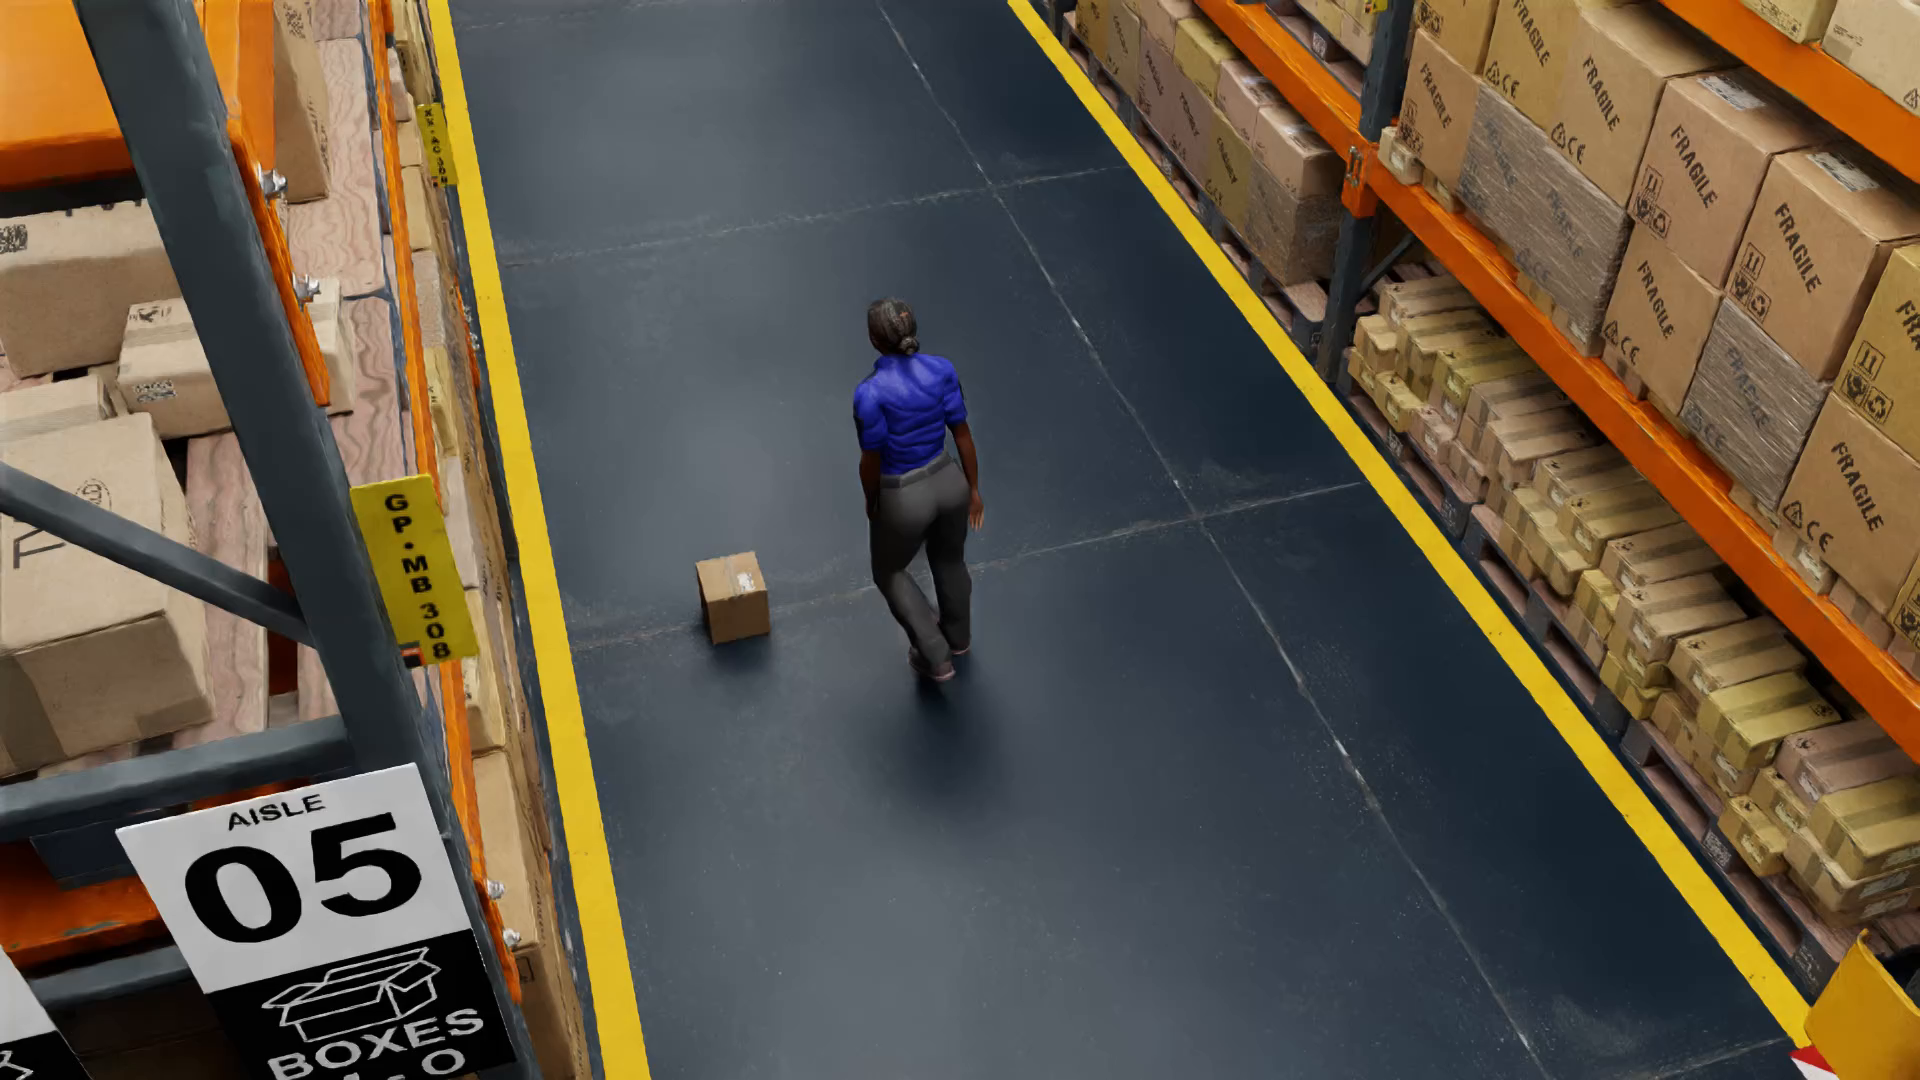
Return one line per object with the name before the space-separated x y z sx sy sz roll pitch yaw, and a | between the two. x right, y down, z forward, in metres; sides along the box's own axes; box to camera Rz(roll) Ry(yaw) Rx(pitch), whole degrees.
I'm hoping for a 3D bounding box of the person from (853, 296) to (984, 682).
person | -0.144 -0.149 6.346 0.448 1.635 0.600 -27 49 -26
